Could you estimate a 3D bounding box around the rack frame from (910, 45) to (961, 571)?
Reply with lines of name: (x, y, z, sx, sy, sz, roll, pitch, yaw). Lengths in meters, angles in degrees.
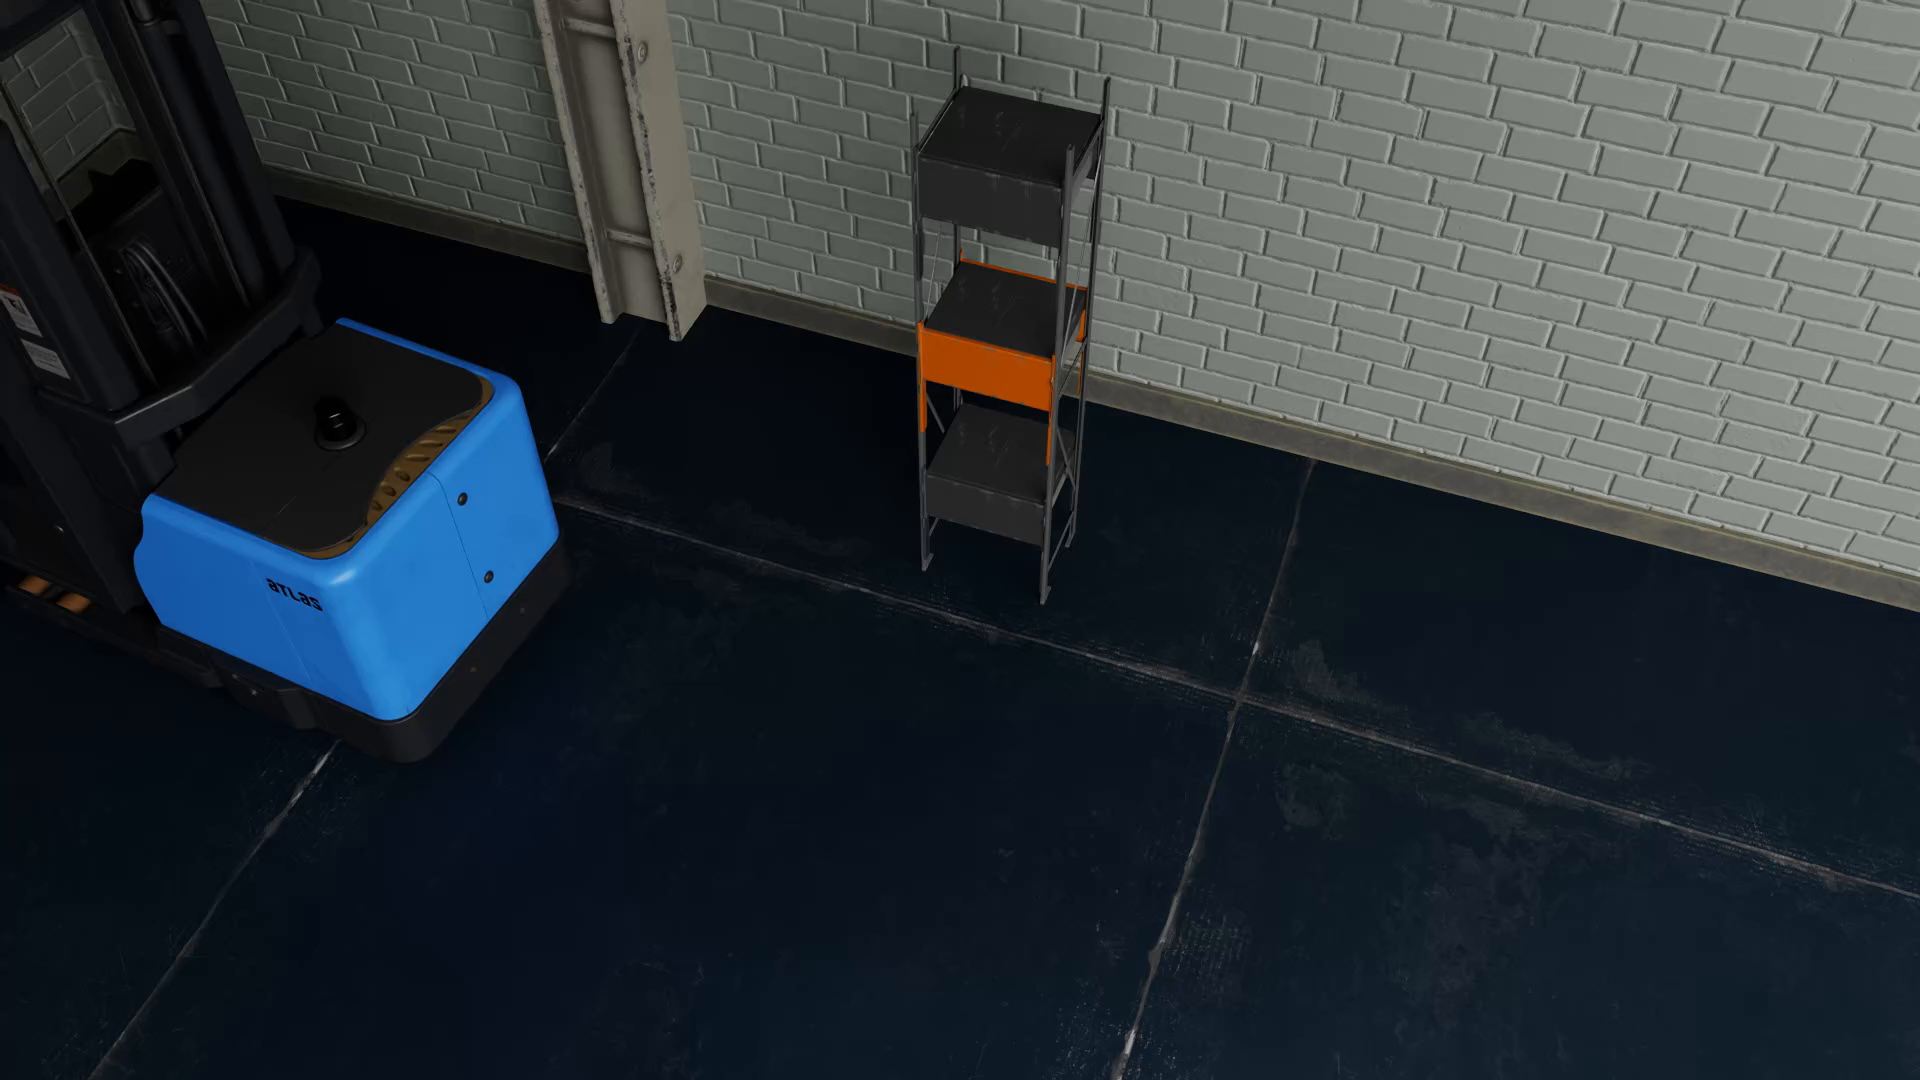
rack frame: (-0.074, -0.708, 5.841, 0.015, 2.100, 0.400, 16, 51, 13)

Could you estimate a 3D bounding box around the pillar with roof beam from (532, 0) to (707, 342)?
pillar with roof beam: (-2.868, -0.935, 1.472, 0.400, 9.000, 9.100, 16, 51, 13)

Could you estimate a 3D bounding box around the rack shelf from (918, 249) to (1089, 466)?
rack shelf: (0.155, -0.635, 5.796, 0.480, 0.518, 0.431, 16, 51, 13)

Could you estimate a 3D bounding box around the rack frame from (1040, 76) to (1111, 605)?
rack frame: (0.384, -0.580, 5.730, 0.015, 2.100, 0.400, 16, 51, 13)

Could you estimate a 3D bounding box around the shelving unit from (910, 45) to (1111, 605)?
shelving unit: (0.155, -0.644, 5.786, 0.503, 2.100, 0.431, 16, 51, 13)

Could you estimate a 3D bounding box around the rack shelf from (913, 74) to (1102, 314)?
rack shelf: (0.155, -1.094, 5.267, 0.480, 0.518, 0.431, 16, 51, 13)

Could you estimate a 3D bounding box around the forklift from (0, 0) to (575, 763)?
forklift: (-3.043, -0.950, 5.500, 3.031, 2.935, 1.130, 20, 52, 16)

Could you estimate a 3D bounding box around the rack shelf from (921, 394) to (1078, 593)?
rack shelf: (0.155, -0.177, 6.325, 0.480, 0.518, 0.431, 16, 51, 13)
